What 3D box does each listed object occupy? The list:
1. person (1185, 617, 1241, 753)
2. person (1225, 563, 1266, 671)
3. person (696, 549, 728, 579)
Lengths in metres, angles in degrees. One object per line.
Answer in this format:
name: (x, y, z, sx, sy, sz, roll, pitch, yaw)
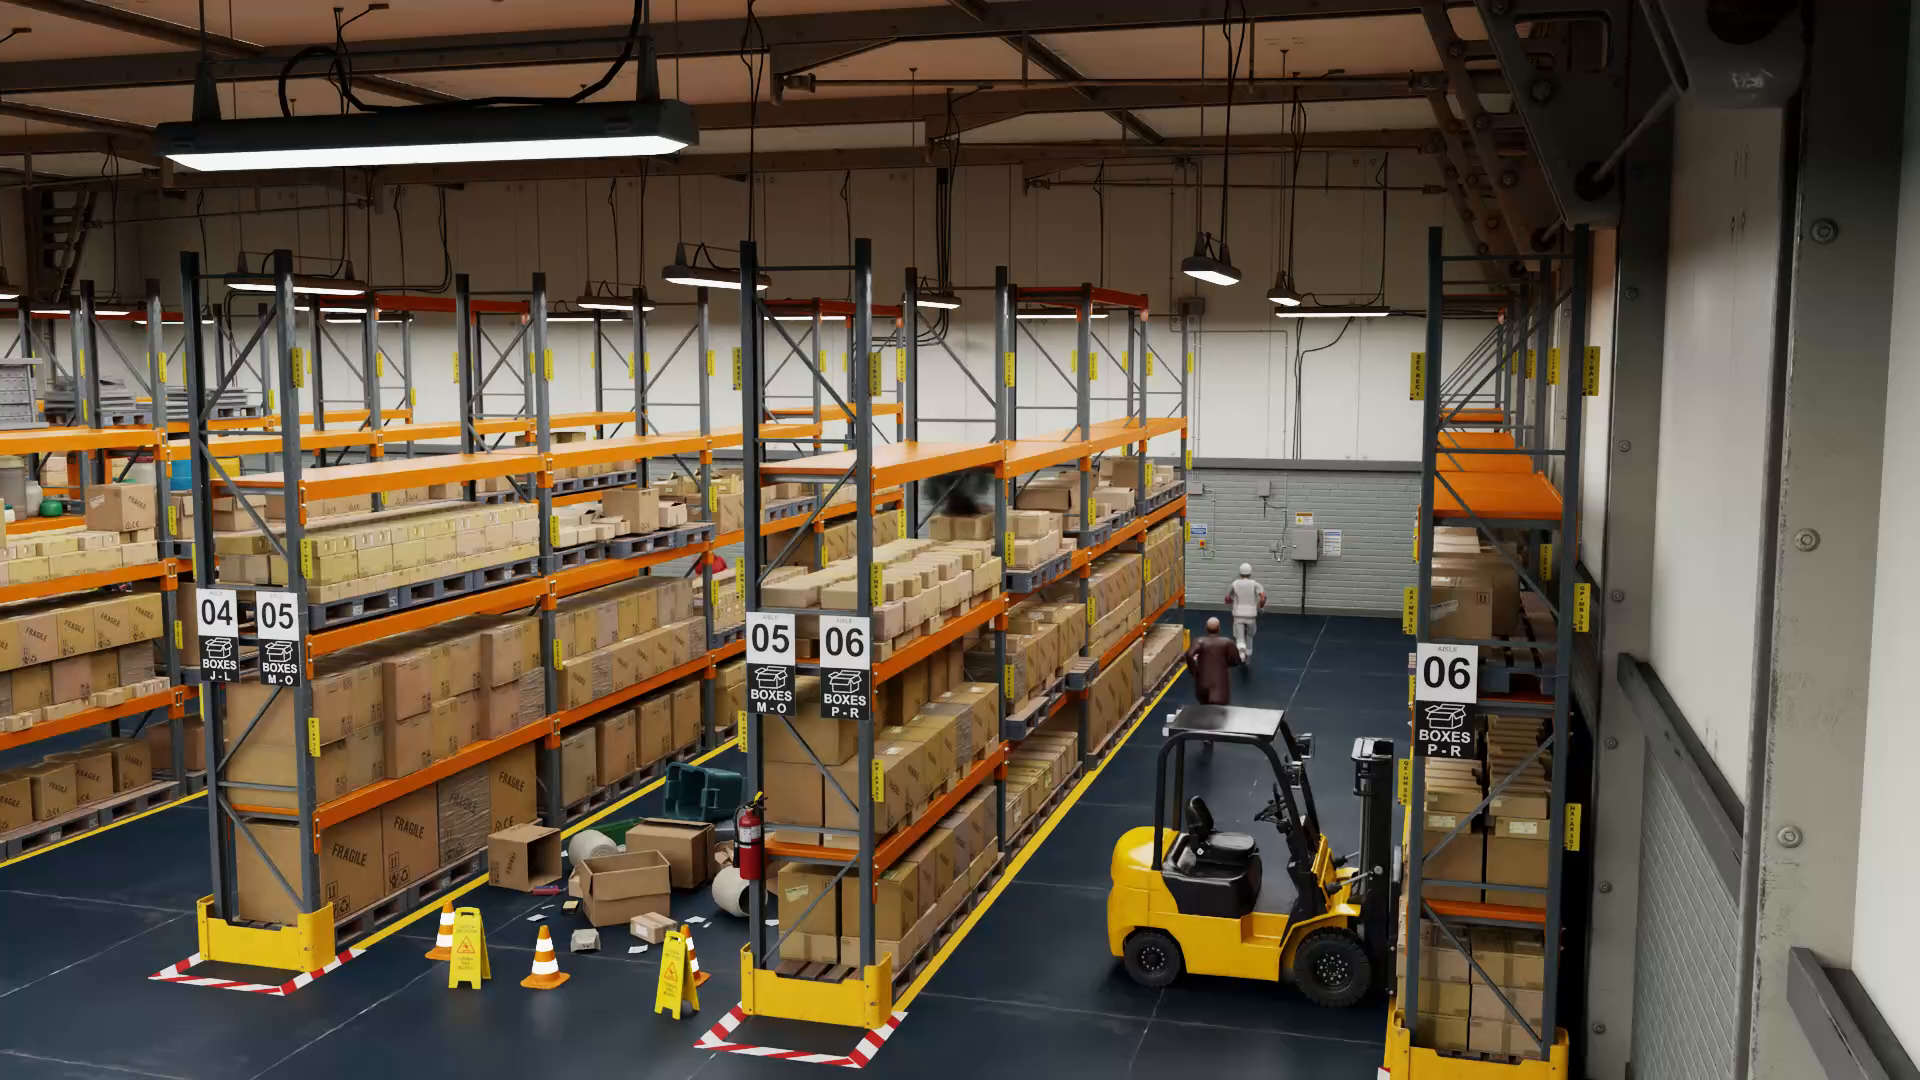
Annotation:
person: (3.261, 1.905, 21.377, 0.668, 1.816, 1.168, 2, 7, 19)
person: (4.602, 1.259, 26.865, 0.653, 1.789, 1.003, 1, 6, 8)
person: (-4.557, 0.896, 30.992, 0.690, 1.619, 0.545, -6, 9, -43)
